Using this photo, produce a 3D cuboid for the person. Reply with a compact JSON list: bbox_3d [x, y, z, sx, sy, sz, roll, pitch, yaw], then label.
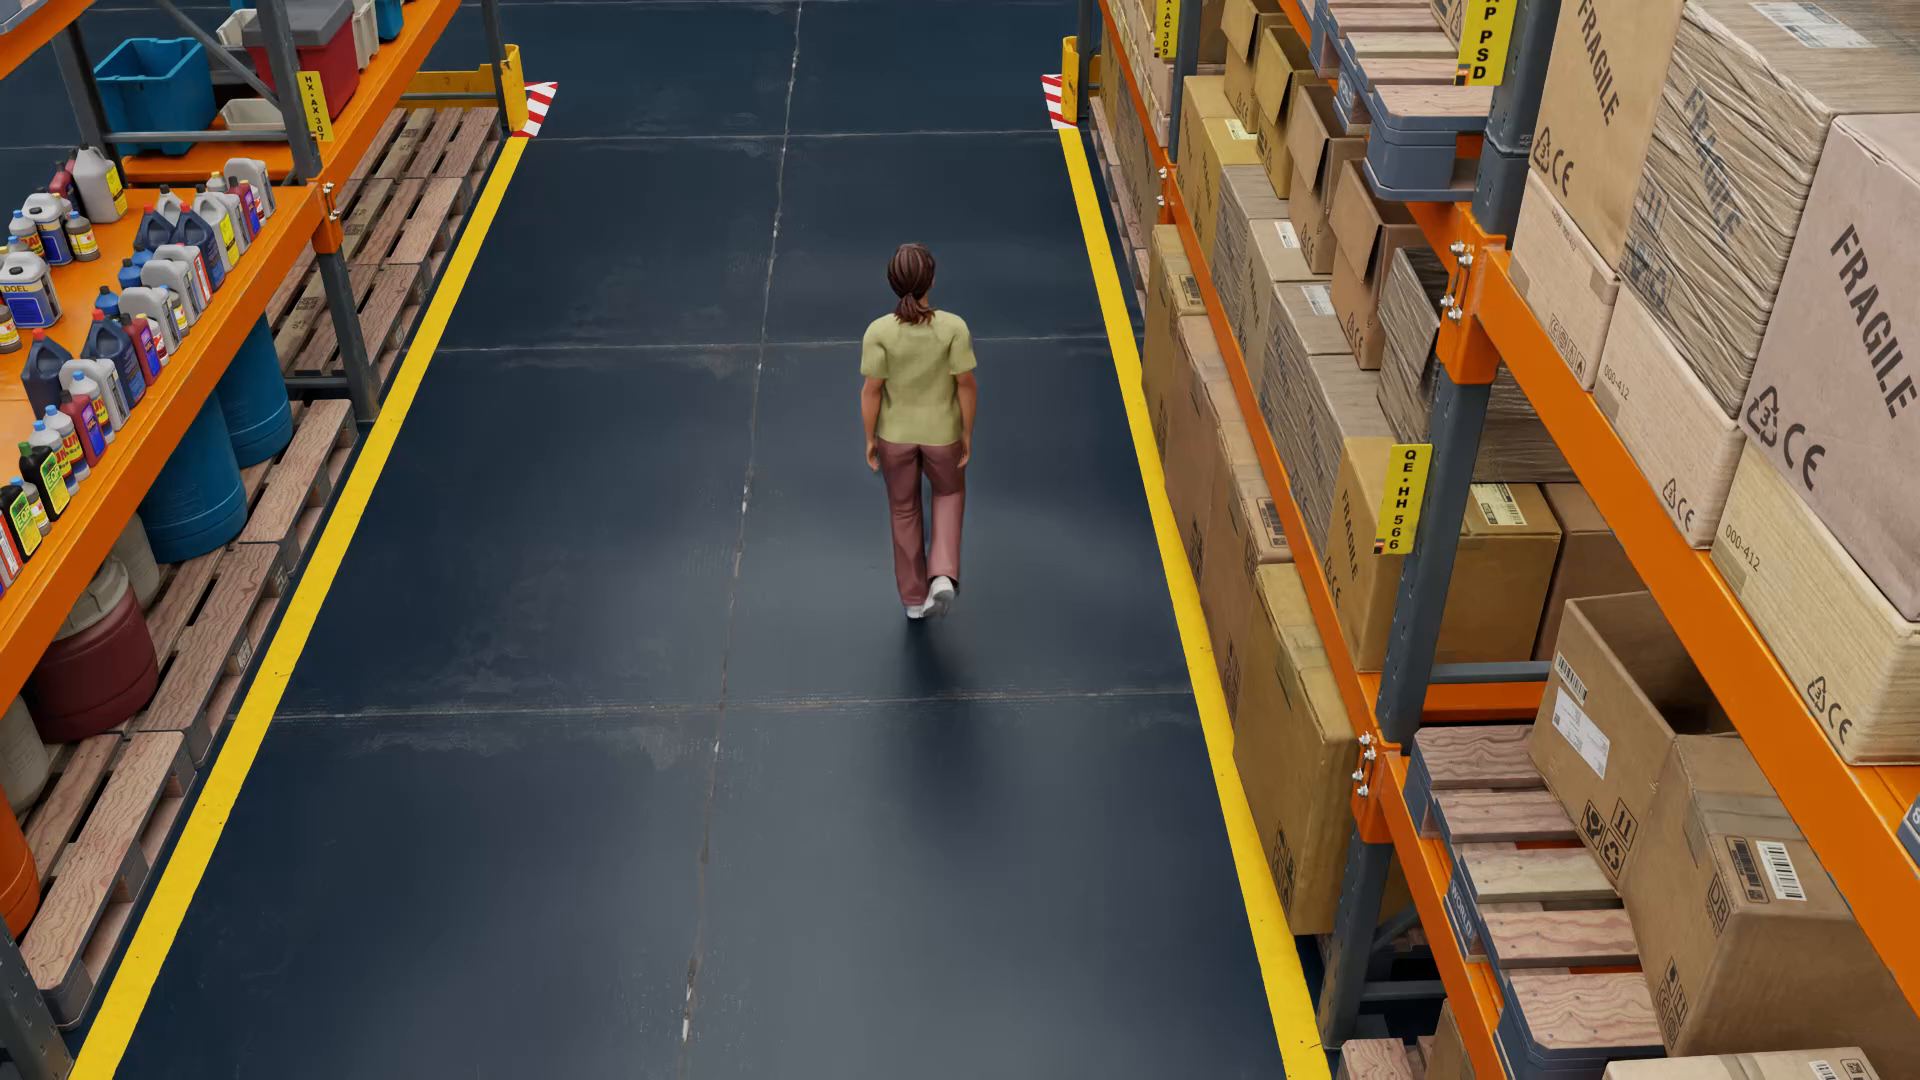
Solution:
[{"bbox_3d":[-0.157,-0.369,6.632,0.460,1.664,0.527,-1,35,-2],"label":"person"}]
